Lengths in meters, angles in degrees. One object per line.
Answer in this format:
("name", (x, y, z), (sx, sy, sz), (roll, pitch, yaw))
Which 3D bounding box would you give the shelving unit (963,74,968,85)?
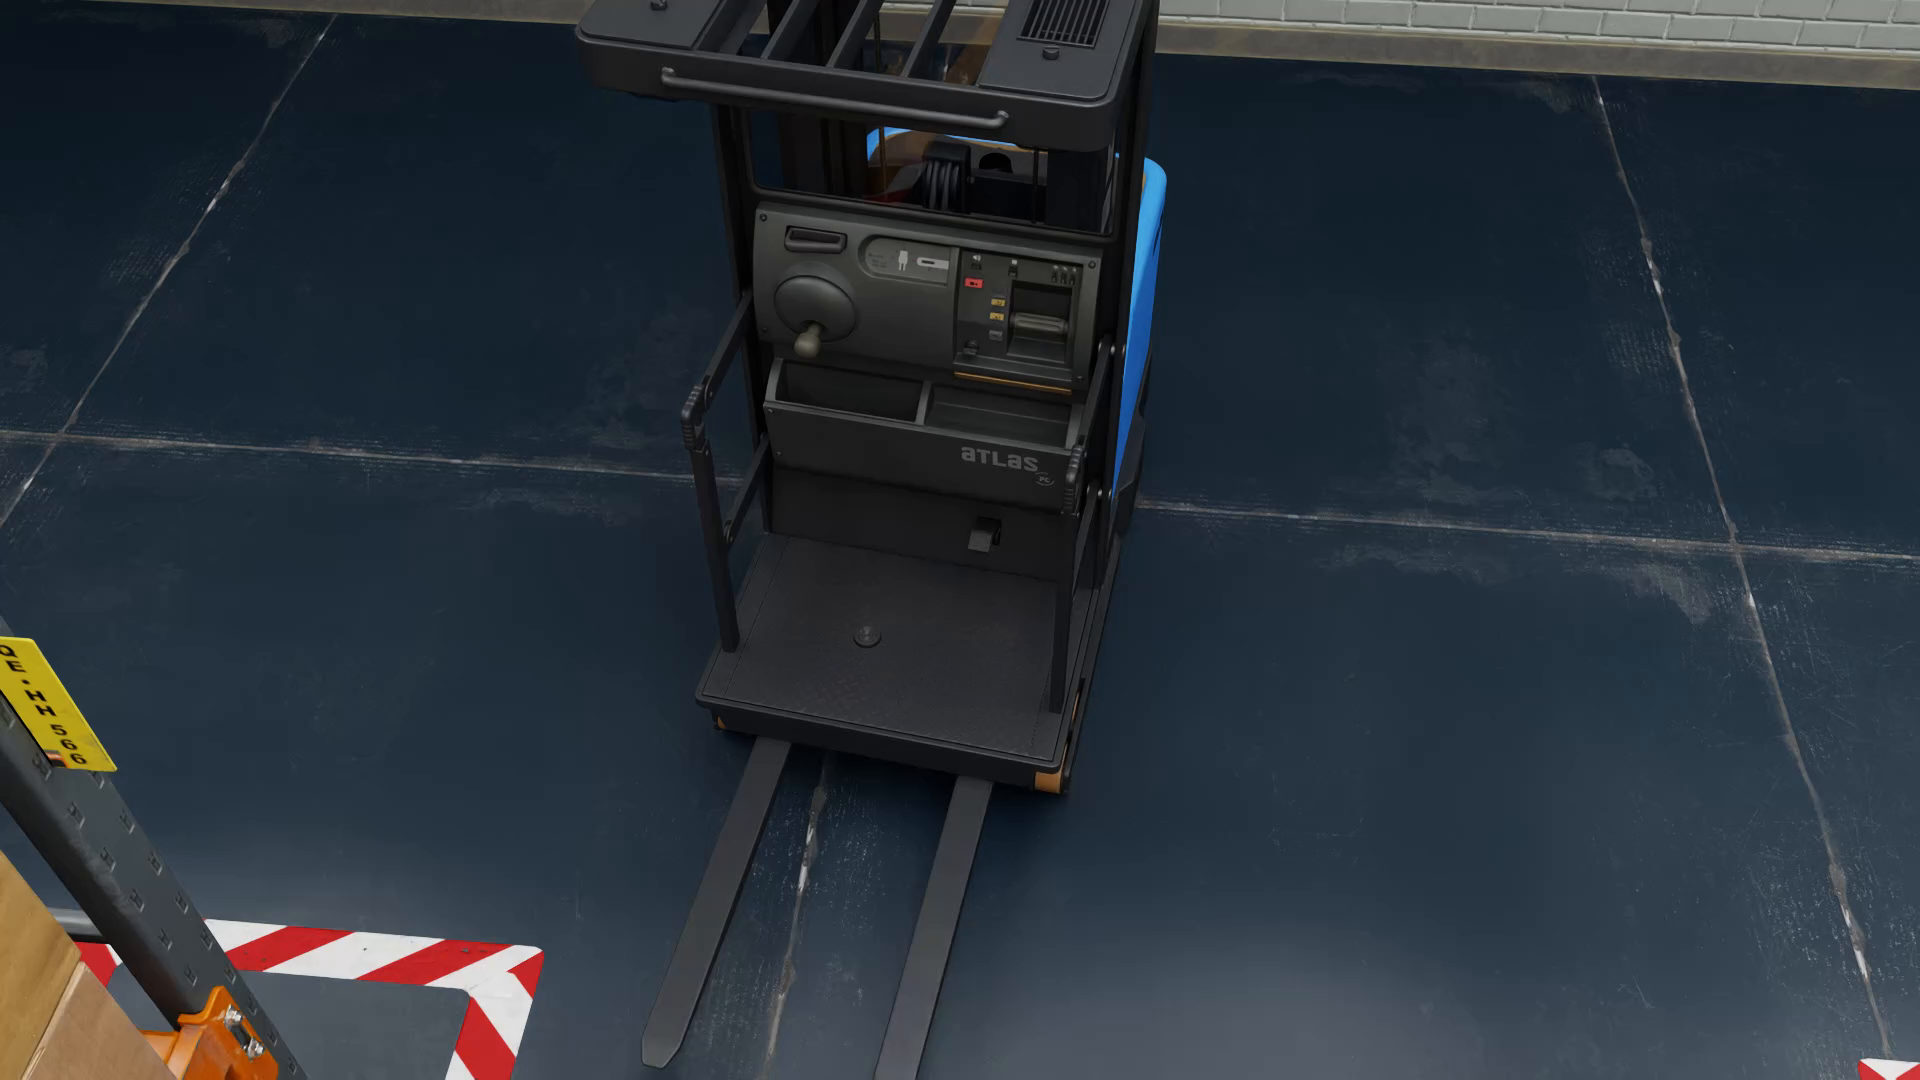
("shelving unit", (0.022, -1.158, 6.098), (0.215, 1.050, 0.252), (-30, 54, -25))

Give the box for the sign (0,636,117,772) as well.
("sign", (-1.371, 0.249, 2.491), (0.100, 0.325, 0.005), (4, 48, 4))

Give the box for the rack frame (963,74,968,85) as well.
("rack frame", (-0.054, -1.229, 6.162), (0.200, 1.050, 0.008), (-30, 54, -25))

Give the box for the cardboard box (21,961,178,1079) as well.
("cardboard box", (-1.692, 1.008, 2.727), (0.500, 0.500, 0.500), (5, 48, 5))

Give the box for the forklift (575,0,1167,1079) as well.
("forklift", (-0.142, -0.538, 4.256), (1.130, 2.935, 3.031), (10, 48, 9))

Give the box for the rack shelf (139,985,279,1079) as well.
("rack shelf", (-2.104, 2.407, 2.003), (1.077, 0.370, 4.000), (4, 48, 4))

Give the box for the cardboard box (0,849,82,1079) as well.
("cardboard box", (-1.689, 0.669, 2.360), (0.500, 0.500, 0.500), (3, 48, 3))
